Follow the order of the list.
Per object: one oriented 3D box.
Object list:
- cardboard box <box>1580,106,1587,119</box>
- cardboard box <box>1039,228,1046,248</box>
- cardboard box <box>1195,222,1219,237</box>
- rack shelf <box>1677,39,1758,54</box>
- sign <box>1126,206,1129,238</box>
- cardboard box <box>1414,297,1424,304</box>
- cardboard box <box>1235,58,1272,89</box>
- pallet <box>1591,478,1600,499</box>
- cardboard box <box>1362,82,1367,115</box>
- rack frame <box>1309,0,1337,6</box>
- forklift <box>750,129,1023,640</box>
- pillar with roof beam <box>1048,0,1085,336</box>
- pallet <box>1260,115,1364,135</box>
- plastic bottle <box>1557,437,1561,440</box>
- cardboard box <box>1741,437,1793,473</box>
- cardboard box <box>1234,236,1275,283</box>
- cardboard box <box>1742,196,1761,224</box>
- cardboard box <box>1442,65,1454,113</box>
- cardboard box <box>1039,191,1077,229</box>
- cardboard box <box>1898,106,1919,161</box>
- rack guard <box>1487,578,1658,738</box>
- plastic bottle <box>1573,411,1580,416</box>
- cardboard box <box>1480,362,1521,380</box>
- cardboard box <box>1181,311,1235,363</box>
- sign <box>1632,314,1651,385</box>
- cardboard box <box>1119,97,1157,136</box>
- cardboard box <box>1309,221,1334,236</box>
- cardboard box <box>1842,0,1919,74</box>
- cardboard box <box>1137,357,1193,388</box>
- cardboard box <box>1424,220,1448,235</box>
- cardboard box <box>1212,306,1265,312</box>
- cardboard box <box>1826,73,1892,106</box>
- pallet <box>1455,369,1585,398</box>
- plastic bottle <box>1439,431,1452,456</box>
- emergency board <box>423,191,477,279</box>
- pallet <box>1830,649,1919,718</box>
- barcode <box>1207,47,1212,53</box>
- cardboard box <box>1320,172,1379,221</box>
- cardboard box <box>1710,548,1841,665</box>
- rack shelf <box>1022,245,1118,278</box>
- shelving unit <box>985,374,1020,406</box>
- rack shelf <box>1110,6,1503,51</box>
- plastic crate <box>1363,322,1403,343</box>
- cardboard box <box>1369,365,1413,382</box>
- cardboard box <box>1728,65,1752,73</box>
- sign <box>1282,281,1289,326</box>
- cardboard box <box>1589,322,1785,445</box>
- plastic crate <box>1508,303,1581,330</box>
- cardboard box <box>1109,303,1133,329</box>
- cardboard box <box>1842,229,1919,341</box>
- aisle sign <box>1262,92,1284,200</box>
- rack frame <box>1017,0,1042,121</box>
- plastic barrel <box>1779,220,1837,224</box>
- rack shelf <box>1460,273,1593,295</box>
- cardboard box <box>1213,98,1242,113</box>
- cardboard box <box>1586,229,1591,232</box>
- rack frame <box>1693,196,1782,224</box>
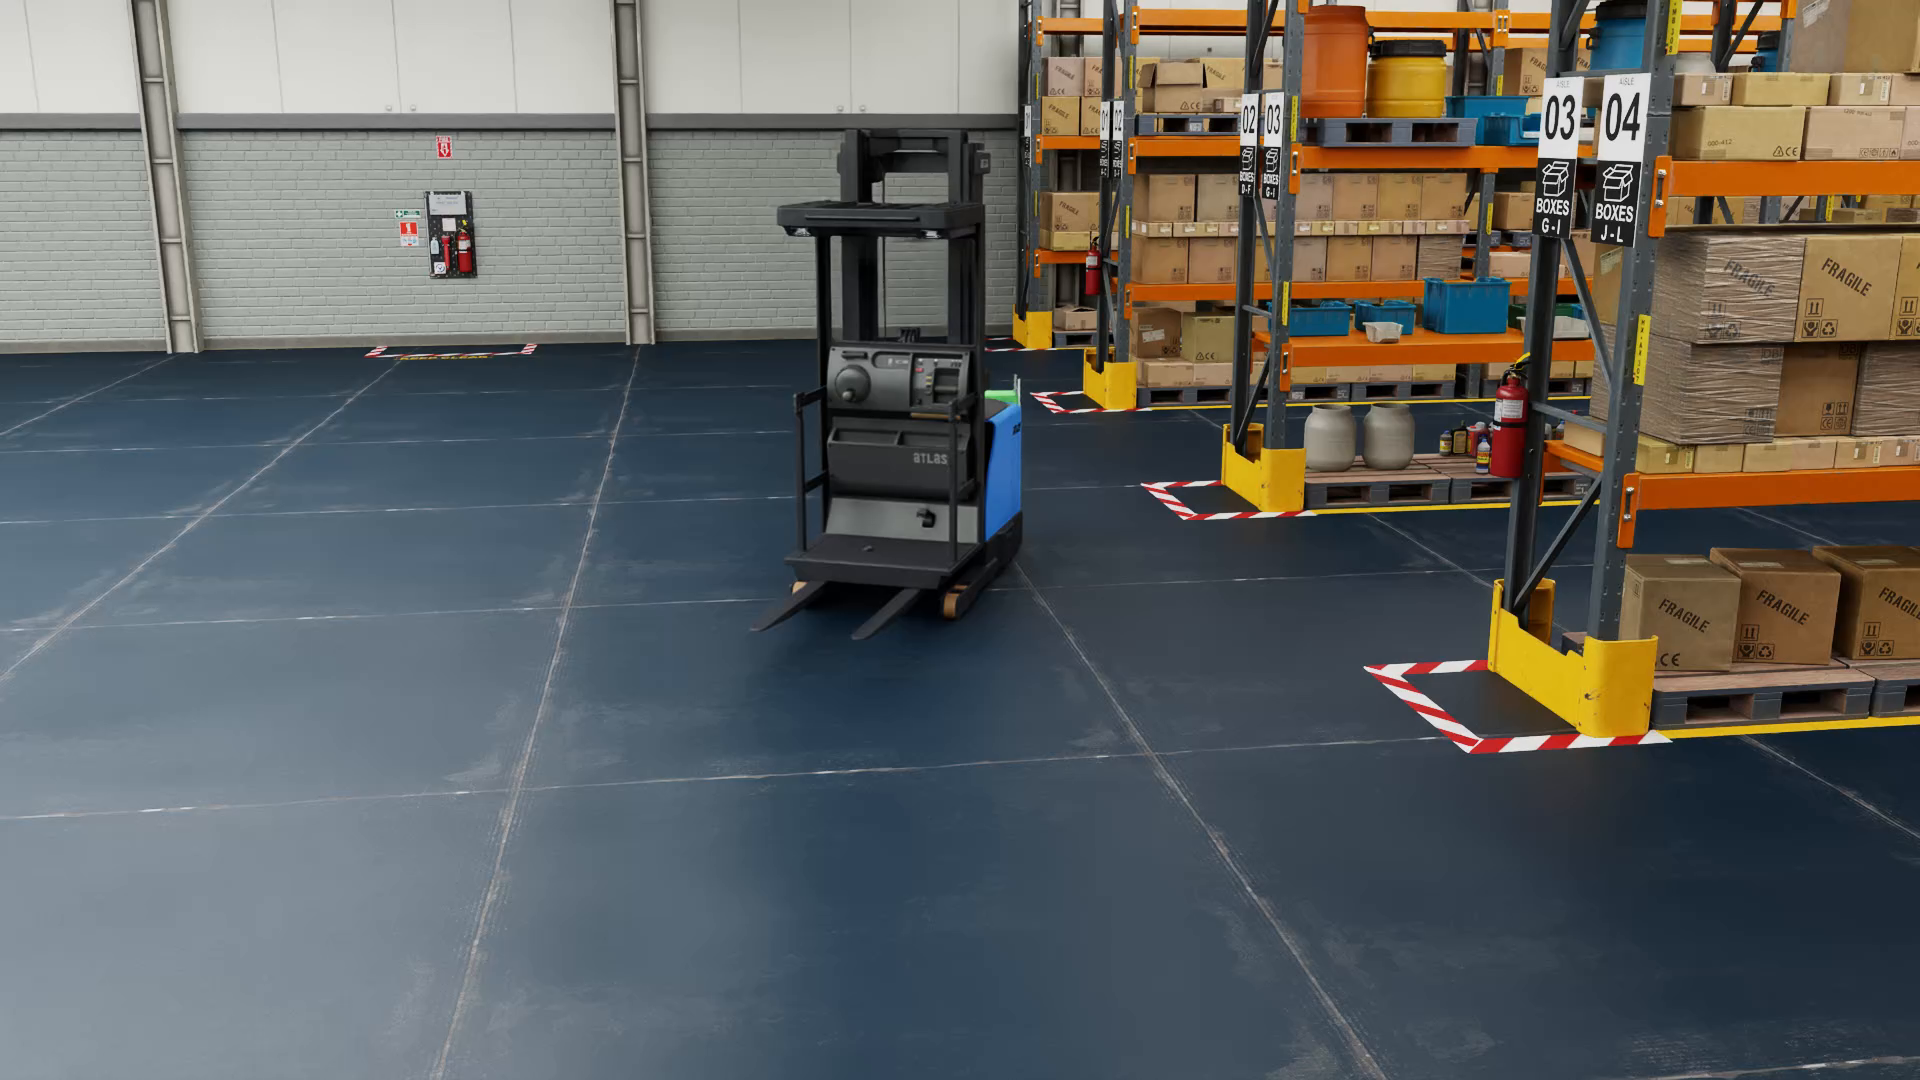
[{"bbox_3d":[6.777,-4.765,18.334,0.500,0.250,0.500,-4,15,-14],"label":"cardboard box"},{"bbox_3d":[1.360,-4.185,23.012,0.500,0.250,0.500,-2,14,-7],"label":"cardboard box"},{"bbox_3d":[2.596,-3.338,17.826,0.250,0.149,0.380,-2,14,-8],"label":"cardboard box"},{"bbox_3d":[10.815,-6.914,23.594,4.000,0.370,1.077,-2,14,-8],"label":"rack shelf"},{"bbox_3d":[1.745,-3.318,17.343,0.005,0.325,0.100,-2,14,-8],"label":"sign"},{"bbox_3d":[6.621,-3.401,23.851,0.500,0.500,0.700,-2,14,-8],"label":"cardboard box"},{"bbox_3d":[3.884,-6.222,22.397,0.500,0.500,0.500,-1,14,-5],"label":"cardboard box"},{"bbox_3d":[5.688,-0.580,14.100,1.213,0.211,1.003,-2,14,-8],"label":"pallet"},{"bbox_3d":[5.435,-6.038,22.894,0.500,0.500,0.500,0,14,0],"label":"cardboard box"},{"bbox_3d":[4.882,-7.240,22.591,0.127,3.000,1.000,-2,14,-8],"label":"rack frame"},{"bbox_3d":[-0.446,-1.036,10.327,1.130,2.935,3.031,4,15,15],"label":"forklift"},{"bbox_3d":[2.131,-6.293,18.814,0.400,9.000,9.100,-2,14,-8],"label":"pillar with roof beam"},{"bbox_3d":[3.580,-4.470,17.894,1.213,0.211,1.003,-2,14,-8],"label":"pallet"},{"bbox_3d":[4.880,-0.706,13.575,0.097,0.271,0.097,0,14,0],"label":"plastic bottle"},{"bbox_3d":[3.957,-0.451,8.372,0.250,0.149,0.380,-2,14,-8],"label":"cardboard box"},{"bbox_3d":[3.142,-3.093,18.181,0.500,0.500,0.700,-2,14,-8],"label":"cardboard box"},{"bbox_3d":[11.373,-4.708,23.969,0.500,0.500,0.500,-2,14,-8],"label":"cardboard box"},{"bbox_3d":[5.086,-4.959,18.305,0.500,0.500,0.500,-1,14,-4],"label":"cardboard box"},{"bbox_3d":[1.361,-4.554,22.939,0.500,0.500,0.500,-2,14,-9],"label":"cardboard box"},{"bbox_3d":[4.655,-1.985,8.113,0.500,0.250,0.500,-2,14,-9],"label":"cardboard box"},{"bbox_3d":[3.216,0.599,8.805,0.348,0.500,1.175,-2,14,-8],"label":"rack guard"},{"bbox_3d":[5.311,-0.939,14.341,0.185,0.351,0.144,-3,14,-11],"label":"plastic bottle"},{"bbox_3d":[6.059,-1.963,18.674,0.500,0.250,0.500,-2,14,-10],"label":"cardboard box"},{"bbox_3d":[2.726,-2.212,18.122,0.500,0.500,0.500,-2,14,-8],"label":"cardboard box"},{"bbox_3d":[3.221,-0.900,7.864,0.005,0.325,0.100,-2,14,-8],"label":"sign"},{"bbox_3d":[2.344,-5.681,22.294,0.500,0.500,0.500,-1,14,-6],"label":"cardboard box"},{"bbox_3d":[3.869,-3.384,18.010,0.250,0.149,0.380,-2,14,-6],"label":"cardboard box"},{"bbox_3d":[4.649,-2.489,7.971,0.500,0.500,0.500,-2,14,-9],"label":"cardboard box"},{"bbox_3d":[2.232,-1.829,18.139,0.500,0.250,0.500,-2,14,-8],"label":"cardboard box"},{"bbox_3d":[5.142,-3.432,18.200,0.250,0.149,0.380,-2,14,-9],"label":"cardboard box"},{"bbox_3d":[3.141,-2.358,18.705,0.500,0.500,0.500,-2,14,-8],"label":"cardboard box"},{"bbox_3d":[4.229,-2.158,7.983,0.250,0.149,0.380,-2,14,-6],"label":"cardboard box"},{"bbox_3d":[6.346,-1.822,19.053,1.213,0.211,1.003,-2,14,-8],"label":"pallet"},{"bbox_3d":[4.153,-0.830,14.213,0.097,0.201,0.097,0,14,0],"label":"plastic bottle"},{"bbox_3d":[-6.892,-4.120,22.486,0.643,1.169,0.194,-2,14,-8],"label":"emergency board"},{"bbox_3d":[5.228,0.675,9.096,1.213,0.211,1.003,-2,14,-8],"label":"pallet"},{"bbox_3d":[3.443,-6.759,22.936,0.075,0.075,0.001,-2,14,-8],"label":"barcode"},{"bbox_3d":[4.191,-3.762,18.183,0.500,0.500,0.700,-2,14,-8],"label":"cardboard box"},{"bbox_3d":[4.346,0.350,8.936,0.500,0.500,0.500,2,14,6],"label":"cardboard box"},{"bbox_3d":[2.904,-3.908,23.119,4.000,0.370,1.077,-2,14,-8],"label":"rack shelf"},{"bbox_3d":[0.171,-0.593,12.121,0.503,1.200,0.258,-1,14,-4],"label":"shelving unit"},{"bbox_3d":[3.646,-5.433,17.687,4.000,0.370,1.077,-2,14,-8],"label":"rack shelf"},{"bbox_3d":[3.335,-1.629,13.093,0.250,0.136,0.298,-2,14,-8],"label":"plastic crate"},{"bbox_3d":[4.702,-1.923,18.514,0.500,0.250,0.500,-2,14,-8],"label":"cardboard box"},{"bbox_3d":[11.359,-6.676,23.859,0.500,0.250,0.500,-3,14,-10],"label":"cardboard box"},{"bbox_3d":[2.480,-1.804,12.678,0.005,0.325,0.100,-2,14,-8],"label":"sign"},{"bbox_3d":[3.688,-0.817,8.494,0.500,0.500,0.875,-2,14,-8],"label":"cardboard box"},{"bbox_3d":[4.974,-1.863,13.918,0.662,0.188,0.450,-2,14,-8],"label":"plastic crate"},{"bbox_3d":[2.188,-3.118,23.112,0.500,0.311,0.500,-1,14,-4],"label":"cardboard box"},{"bbox_3d":[4.715,-1.277,8.277,0.500,0.500,0.500,-2,14,-8],"label":"cardboard box"},{"bbox_3d":[2.375,-2.990,12.632,0.004,0.787,0.394,-2,14,-8],"label":"aisle sign"},{"bbox_3d":[0.927,-7.095,22.013,0.127,3.000,1.000,-2,14,-8],"label":"rack frame"},{"bbox_3d":[6.785,-2.131,13.522,0.708,0.901,0.600,-2,14,-8],"label":"plastic barrel"},{"bbox_3d":[7.601,-2.862,18.946,4.000,0.370,1.077,-2,14,-8],"label":"rack shelf"},{"bbox_3d":[2.858,-4.598,17.590,0.250,0.149,0.380,-2,14,-8],"label":"cardboard box"},{"bbox_3d":[7.402,-3.248,18.801,0.500,0.500,0.500,-2,14,-8],"label":"cardboard box"},{"bbox_3d":[6.358,-1.947,13.818,0.127,3.000,1.000,-2,14,-8],"label":"rack frame"}]
